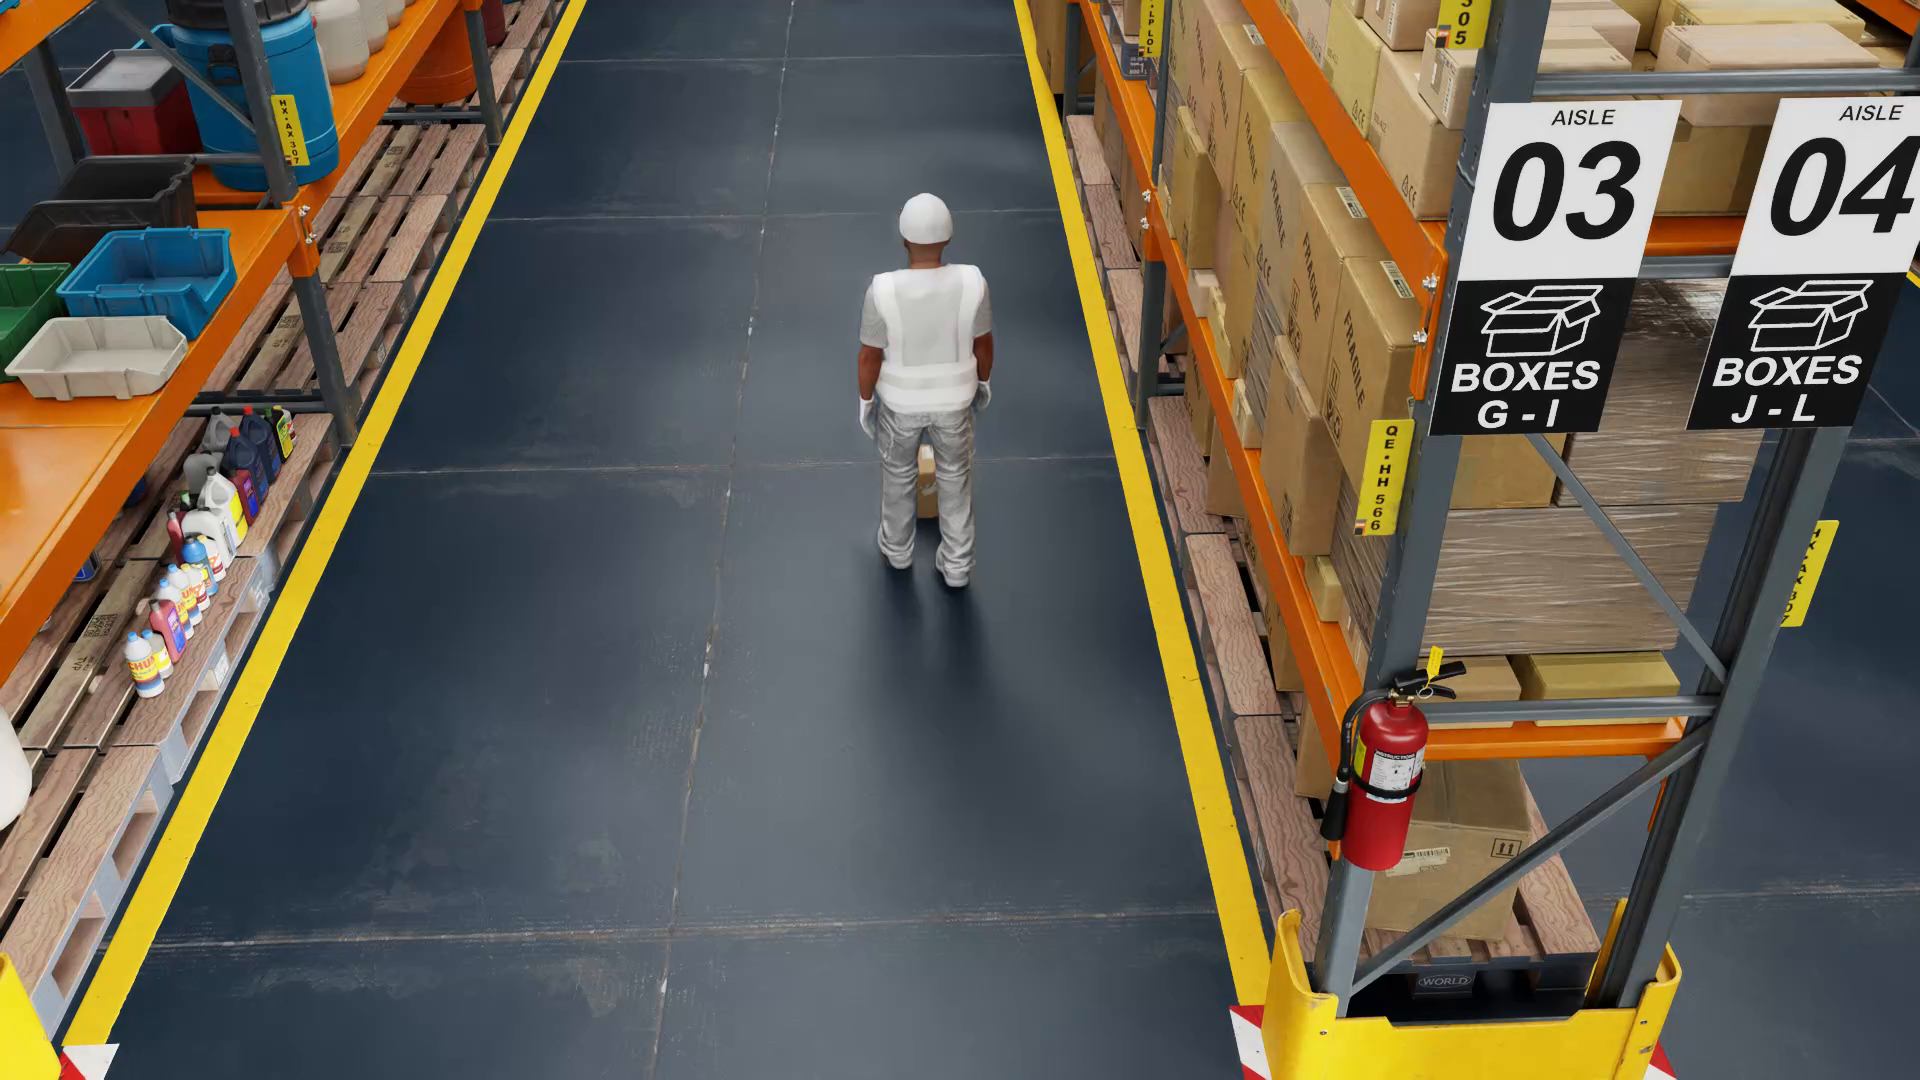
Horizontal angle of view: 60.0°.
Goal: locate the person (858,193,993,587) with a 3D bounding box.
[{"bbox_3d":[-0.147,-0.630,7.010,0.573,1.790,0.525,-5,35,-7],"label":"person"}]
